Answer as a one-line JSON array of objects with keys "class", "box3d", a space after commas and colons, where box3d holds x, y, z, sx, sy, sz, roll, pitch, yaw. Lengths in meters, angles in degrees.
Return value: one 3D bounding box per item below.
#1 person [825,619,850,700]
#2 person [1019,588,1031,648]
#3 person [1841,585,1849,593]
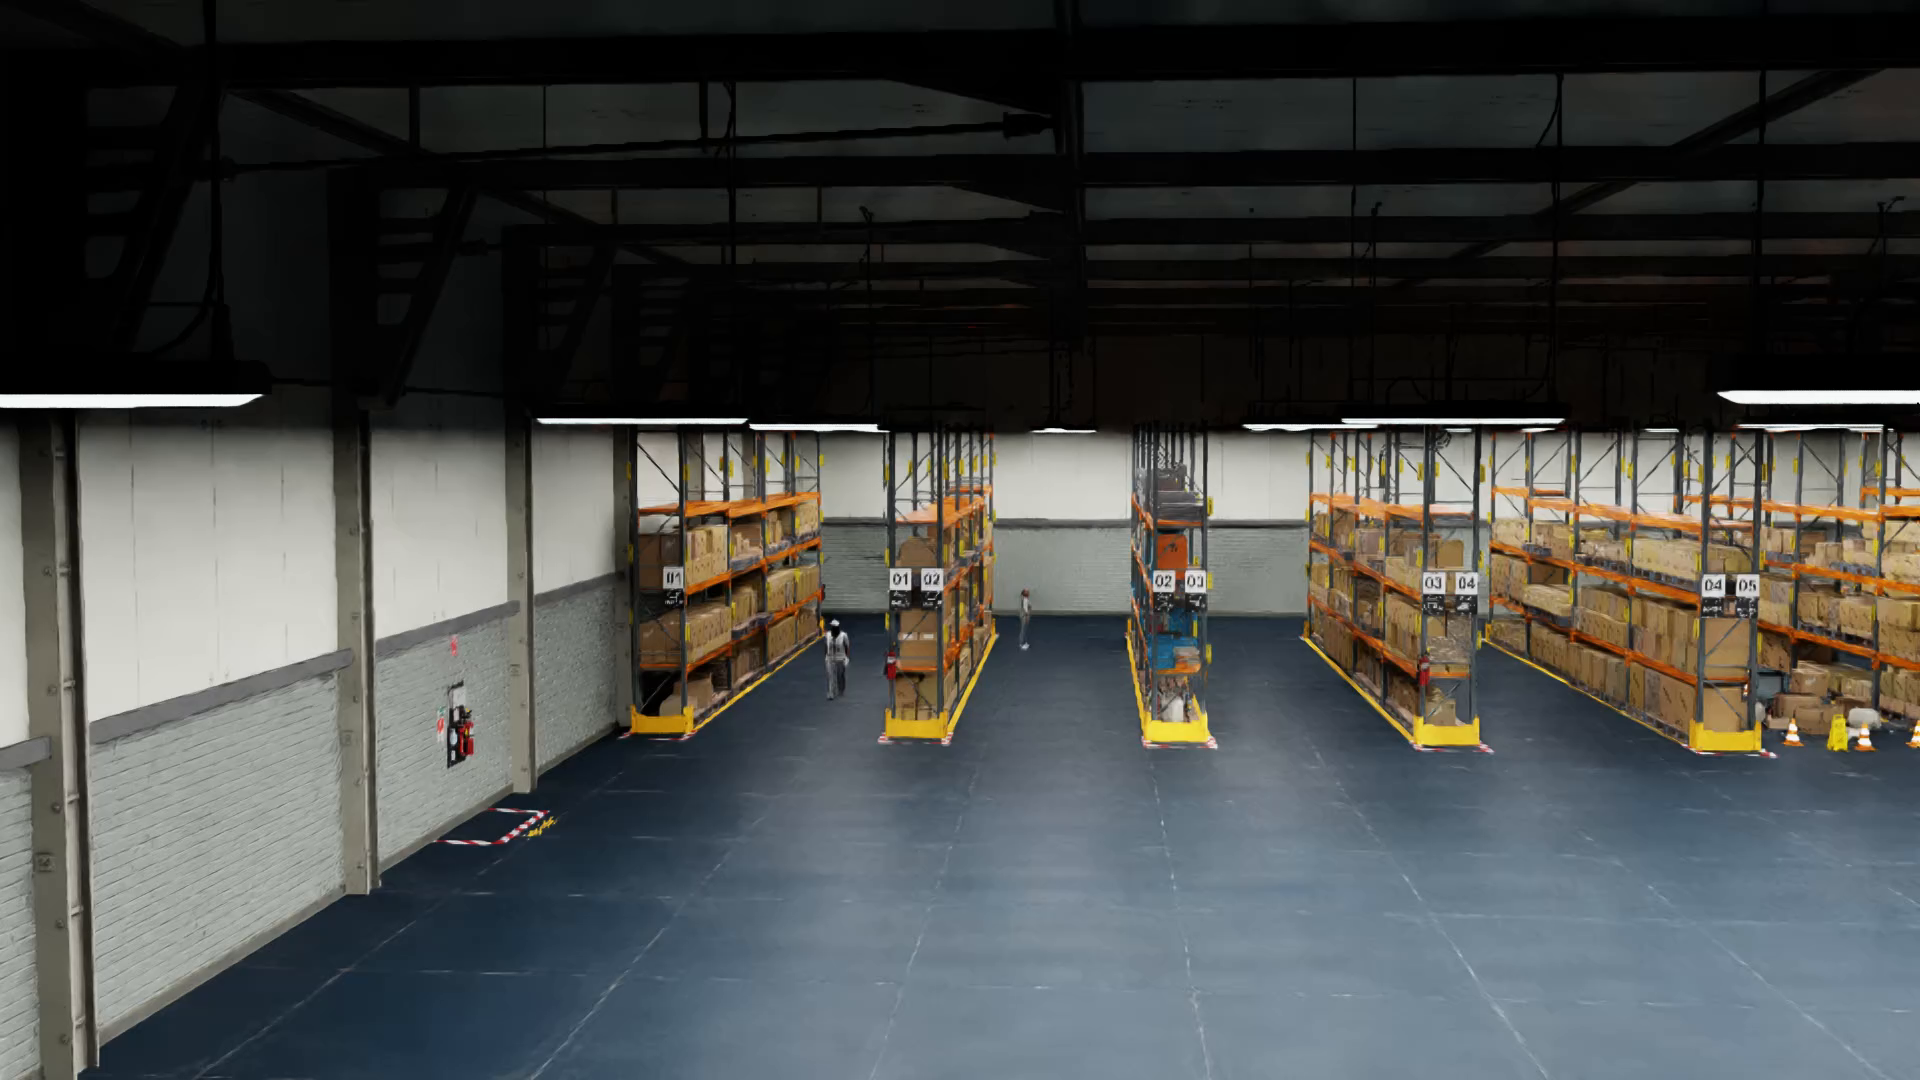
[{"class": "person", "box3d": [-2.678, 2.571, 36.131, 0.579, 1.732, 1.042, 0, 4, 3]}, {"class": "person", "box3d": [1.747, 2.083, 44.631, 0.341, 1.605, 0.559, 0, 4, -6]}, {"class": "person", "box3d": [23.449, 2.051, 44.159, 0.522, 1.724, 0.716, 0, 4, 2]}]
